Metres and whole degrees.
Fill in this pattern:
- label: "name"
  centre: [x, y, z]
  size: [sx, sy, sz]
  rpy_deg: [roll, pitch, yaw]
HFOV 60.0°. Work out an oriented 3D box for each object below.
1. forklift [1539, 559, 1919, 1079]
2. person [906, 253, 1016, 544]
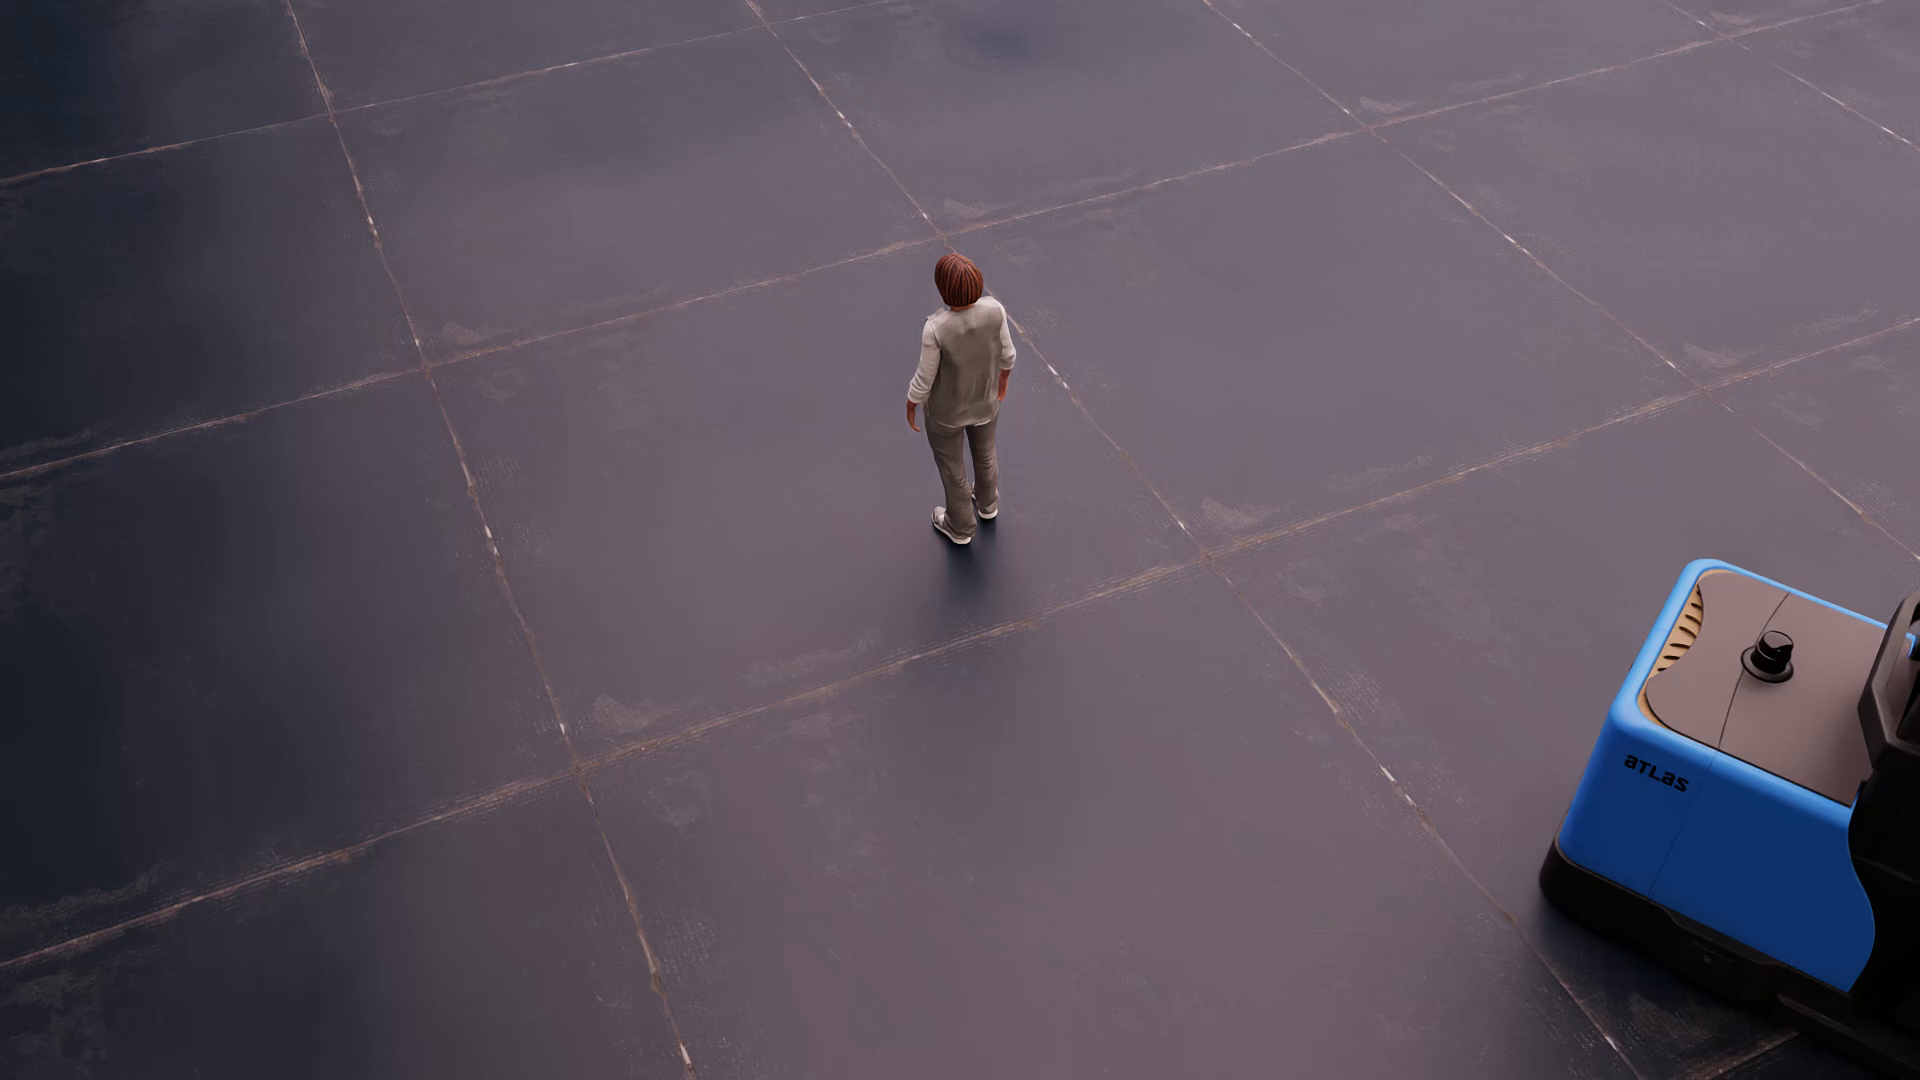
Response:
- label: "forklift"
  centre: [3.708, 0.598, 5.039]
  size: [3.031, 2.935, 1.130]
  rpy_deg: [25, 49, 24]
- label: "person"
  centre: [-0.018, -0.640, 7.332]
  size: [0.520, 1.599, 0.473]
  rpy_deg: [-18, 46, -18]
